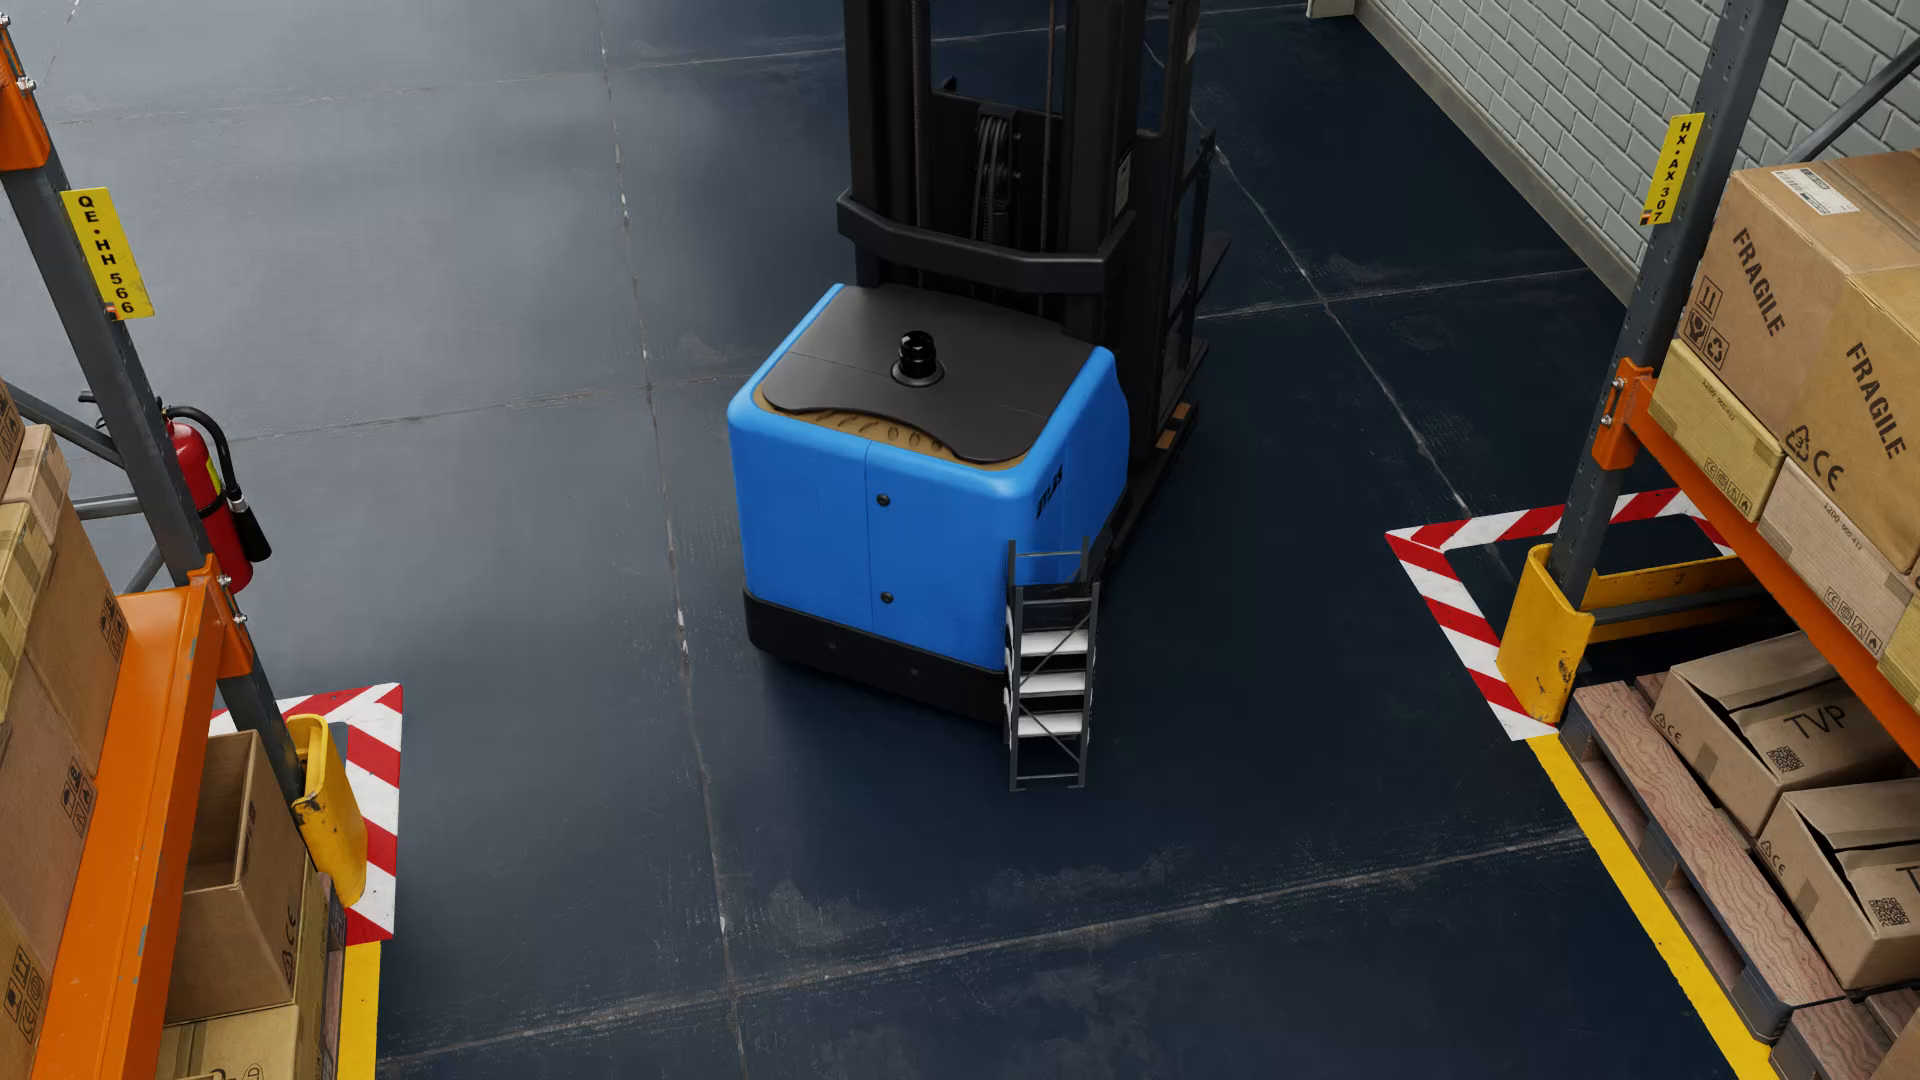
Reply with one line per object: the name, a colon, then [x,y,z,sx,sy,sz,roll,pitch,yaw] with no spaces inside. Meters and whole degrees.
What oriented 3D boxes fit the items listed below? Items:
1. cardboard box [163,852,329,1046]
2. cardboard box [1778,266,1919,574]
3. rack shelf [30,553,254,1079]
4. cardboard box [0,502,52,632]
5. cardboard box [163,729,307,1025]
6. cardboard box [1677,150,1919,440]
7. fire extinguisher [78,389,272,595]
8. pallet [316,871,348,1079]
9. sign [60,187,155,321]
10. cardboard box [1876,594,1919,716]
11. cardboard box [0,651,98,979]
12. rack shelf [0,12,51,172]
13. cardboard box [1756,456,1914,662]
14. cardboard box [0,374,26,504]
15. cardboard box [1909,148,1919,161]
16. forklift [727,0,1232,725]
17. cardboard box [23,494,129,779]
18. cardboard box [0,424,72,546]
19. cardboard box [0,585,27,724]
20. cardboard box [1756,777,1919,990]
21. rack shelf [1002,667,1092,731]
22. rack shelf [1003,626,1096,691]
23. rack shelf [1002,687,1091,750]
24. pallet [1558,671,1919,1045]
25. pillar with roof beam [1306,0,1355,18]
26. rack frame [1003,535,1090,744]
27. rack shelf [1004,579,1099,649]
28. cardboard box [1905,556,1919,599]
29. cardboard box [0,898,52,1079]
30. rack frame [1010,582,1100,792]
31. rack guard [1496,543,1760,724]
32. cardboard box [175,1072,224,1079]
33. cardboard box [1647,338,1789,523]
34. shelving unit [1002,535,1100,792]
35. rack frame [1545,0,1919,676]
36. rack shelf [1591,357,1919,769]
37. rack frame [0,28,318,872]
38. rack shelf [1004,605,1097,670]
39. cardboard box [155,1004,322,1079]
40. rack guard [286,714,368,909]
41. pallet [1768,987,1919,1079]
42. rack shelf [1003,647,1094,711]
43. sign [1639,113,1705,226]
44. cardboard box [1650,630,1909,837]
cardboard box: [-1.995,1.145,4.456,0.500,0.250,0.500,-8,42,-9]
cardboard box: [2.344,-0.301,3.863,0.500,0.500,0.500,-8,42,-9]
rack shelf: [-1.967,1.534,2.804,1.077,0.370,4.000,-8,42,-9]
cardboard box: [-2.073,0.078,3.338,0.380,0.149,0.250,-7,42,-8]
cardboard box: [-1.993,0.864,4.207,0.500,0.500,0.500,-8,42,-9]
cardboard box: [2.247,-0.623,4.226,0.500,0.500,0.500,-8,42,-9]
fire extinguisher: [-1.971,-0.146,4.213,0.296,0.674,0.183,-8,42,-9]
pallet: [-2.193,1.501,4.400,1.003,0.211,1.213,-8,42,-9]
sign: [-1.866,-0.622,3.641,0.100,0.325,0.005,-8,42,-9]
cardboard box: [2.463,0.332,3.714,0.500,0.250,0.500,-9,42,-10]
cardboard box: [-2.193,0.575,3.267,0.700,0.500,0.500,-7,42,-8]
rack shelf: [-1.967,0.412,1.809,1.077,0.370,4.000,-8,42,-9]
cardboard box: [2.358,0.001,4.087,0.500,0.250,0.500,-10,42,-11]
cardboard box: [-2.299,-0.215,3.181,0.700,0.500,0.500,-8,42,-9]
cardboard box: [2.746,-0.701,4.313,0.500,0.500,0.500,-9,42,-10]
forklift: [0.310,-1.473,5.702,1.130,2.935,3.031,16,44,17]
cardboard box: [-2.311,0.235,3.650,0.700,0.500,0.500,-8,42,-9]
cardboard box: [-2.130,-0.091,3.529,0.380,0.149,0.250,-9,42,-10]
cardboard box: [-2.017,0.244,3.152,0.380,0.149,0.250,-9,42,-10]
cardboard box: [2.622,0.928,4.639,0.500,0.311,0.500,-5,42,-6]
rack shelf: [0.271,0.489,5.206,0.258,0.077,0.200,-3,42,-3]
rack shelf: [0.271,0.355,5.087,0.258,0.077,0.200,-3,42,-3]
rack shelf: [0.271,0.556,5.266,0.258,0.077,0.200,-3,42,-3]
pallet: [2.594,0.880,5.100,1.003,0.211,1.213,-8,42,-9]
pillar with roof beam: [-2.066,-5.930,6.152,9.100,9.000,0.400,-8,42,-9]
rack frame: [0.263,0.330,5.200,0.240,0.900,0.006,-3,42,-3]
rack shelf: [0.271,0.221,4.967,0.258,0.077,0.200,-3,42,-3]
cardboard box: [2.449,0.034,3.485,0.500,0.500,0.500,-10,42,-11]
cardboard box: [-2.091,0.898,2.904,0.700,0.500,0.500,-8,42,-9]
rack frame: [0.279,0.465,5.049,0.240,0.900,0.006,-3,42,-3]
rack guard: [2.454,0.240,5.603,1.175,0.500,0.348,-8,42,-9]
cardboard box: [-1.762,1.510,3.479,0.500,0.500,0.500,-8,42,-9]
cardboard box: [2.232,-0.333,4.464,0.500,0.250,0.500,-9,42,-11]
shelving unit: [0.271,0.397,5.124,0.258,0.900,0.210,-3,42,-3]
rack frame: [2.437,-0.744,4.828,1.000,3.000,0.127,-8,42,-9]
rack shelf: [2.869,0.822,3.607,1.077,0.370,4.000,-8,42,-9]
rack frame: [-2.399,-0.032,4.026,1.000,3.000,0.127,-8,42,-9]
rack shelf: [0.271,0.288,5.027,0.258,0.077,0.200,-3,42,-3]
cardboard box: [-1.875,1.467,4.092,0.500,0.250,0.500,-8,42,-9]
rack guard: [-2.404,0.888,4.873,1.175,0.500,0.348,-8,42,-9]
pallet: [2.854,1.669,4.211,1.003,0.211,1.213,-8,42,-9]
rack shelf: [0.271,0.422,5.146,0.258,0.077,0.200,-3,42,-3]
sign: [1.907,-0.990,4.453,0.100,0.325,0.005,-8,42,-9]
cardboard box: [2.499,0.559,5.055,0.500,0.311,0.500,-13,43,-14]
